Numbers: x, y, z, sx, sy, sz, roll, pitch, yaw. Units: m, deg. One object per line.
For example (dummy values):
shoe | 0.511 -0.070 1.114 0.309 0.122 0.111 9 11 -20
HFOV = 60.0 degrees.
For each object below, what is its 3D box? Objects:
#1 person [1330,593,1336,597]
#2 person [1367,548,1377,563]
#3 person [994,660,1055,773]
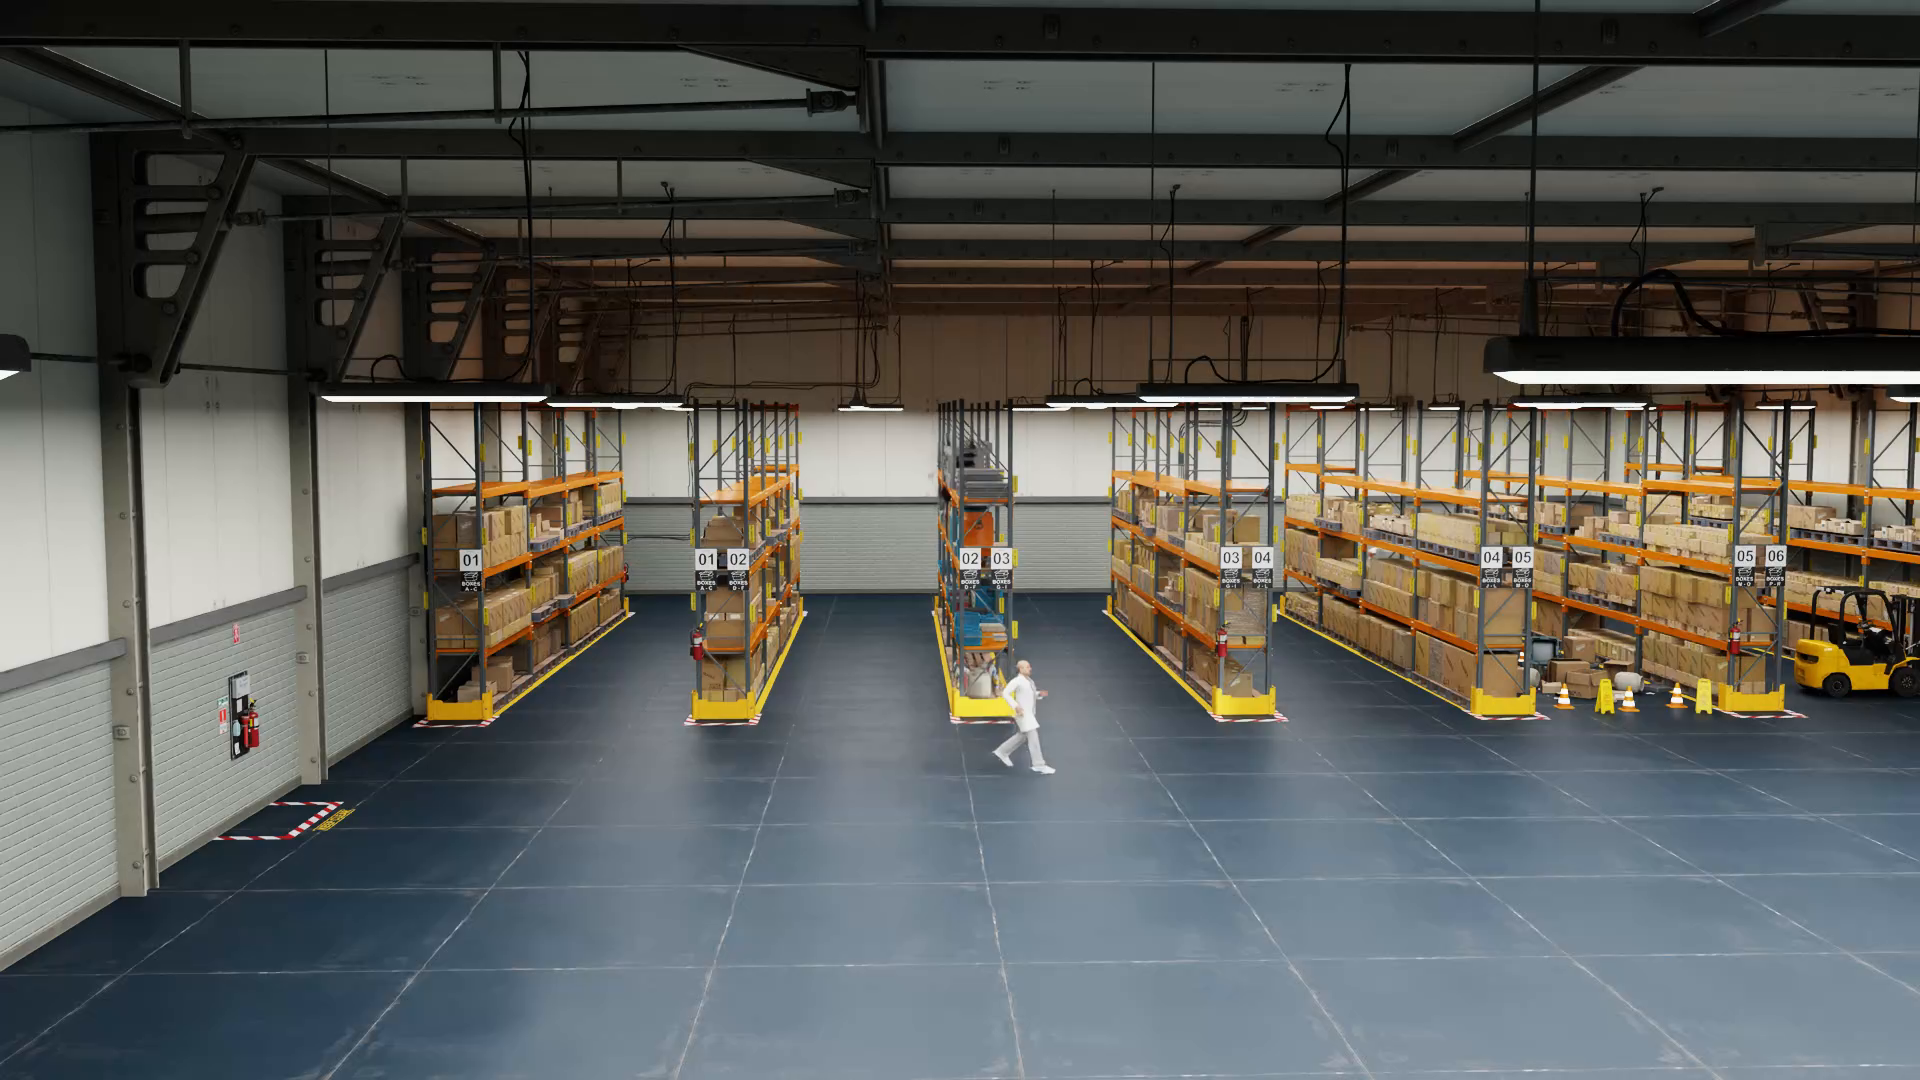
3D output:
person | 11.274 1.155 49.322 0.937 1.669 0.580 0 4 -1
person | 12.199 1.122 49.112 0.843 1.779 0.654 0 4 5
person | 1.024 2.794 26.489 1.063 1.765 0.703 1 5 19
